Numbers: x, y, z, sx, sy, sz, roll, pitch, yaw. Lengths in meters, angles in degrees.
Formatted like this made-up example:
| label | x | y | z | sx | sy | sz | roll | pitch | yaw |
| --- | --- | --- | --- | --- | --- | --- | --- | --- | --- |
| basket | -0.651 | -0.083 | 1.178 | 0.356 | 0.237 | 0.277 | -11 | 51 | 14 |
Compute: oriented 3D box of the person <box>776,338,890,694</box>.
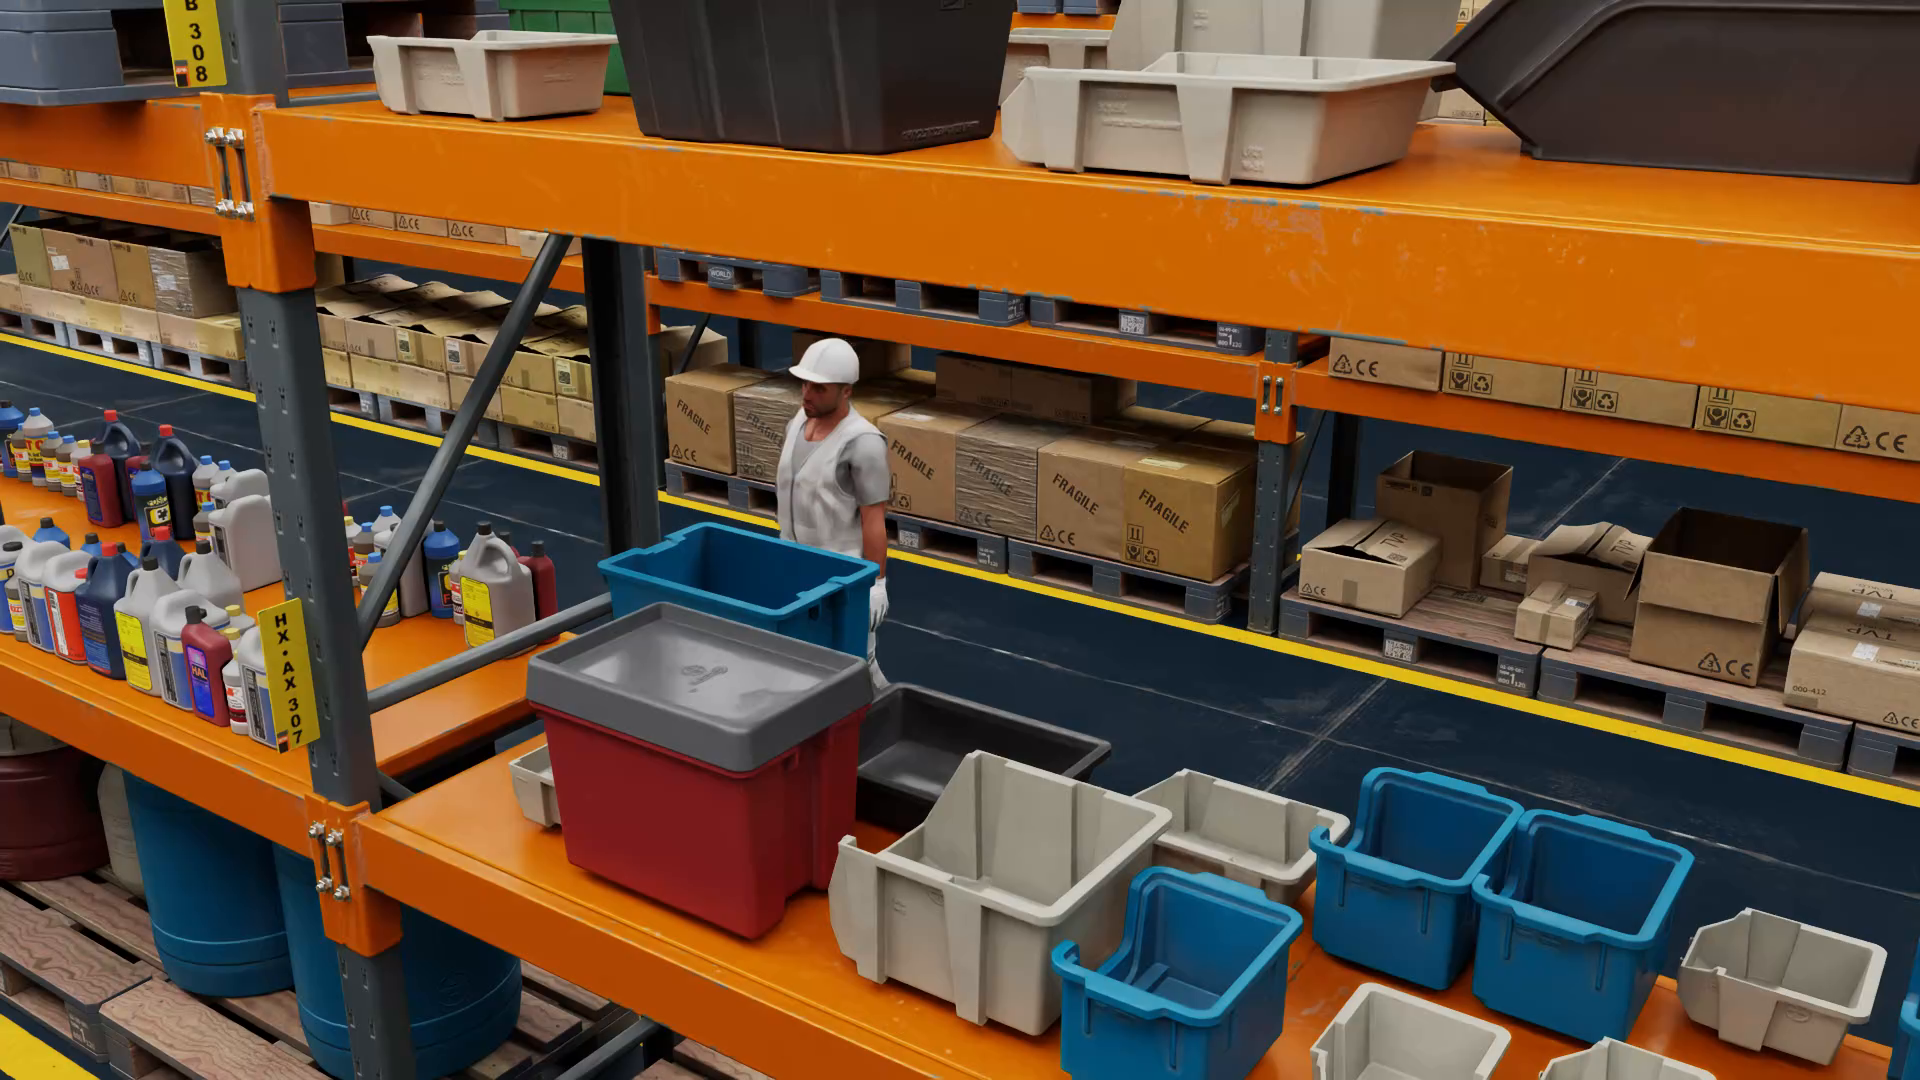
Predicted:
| label | x | y | z | sx | sy | sz | roll | pitch | yaw |
| --- | --- | --- | --- | --- | --- | --- | --- | --- | --- |
| person | -0.570 | 0.131 | 6.168 | 0.763 | 1.774 | 0.589 | -17 | 26 | -40 |
